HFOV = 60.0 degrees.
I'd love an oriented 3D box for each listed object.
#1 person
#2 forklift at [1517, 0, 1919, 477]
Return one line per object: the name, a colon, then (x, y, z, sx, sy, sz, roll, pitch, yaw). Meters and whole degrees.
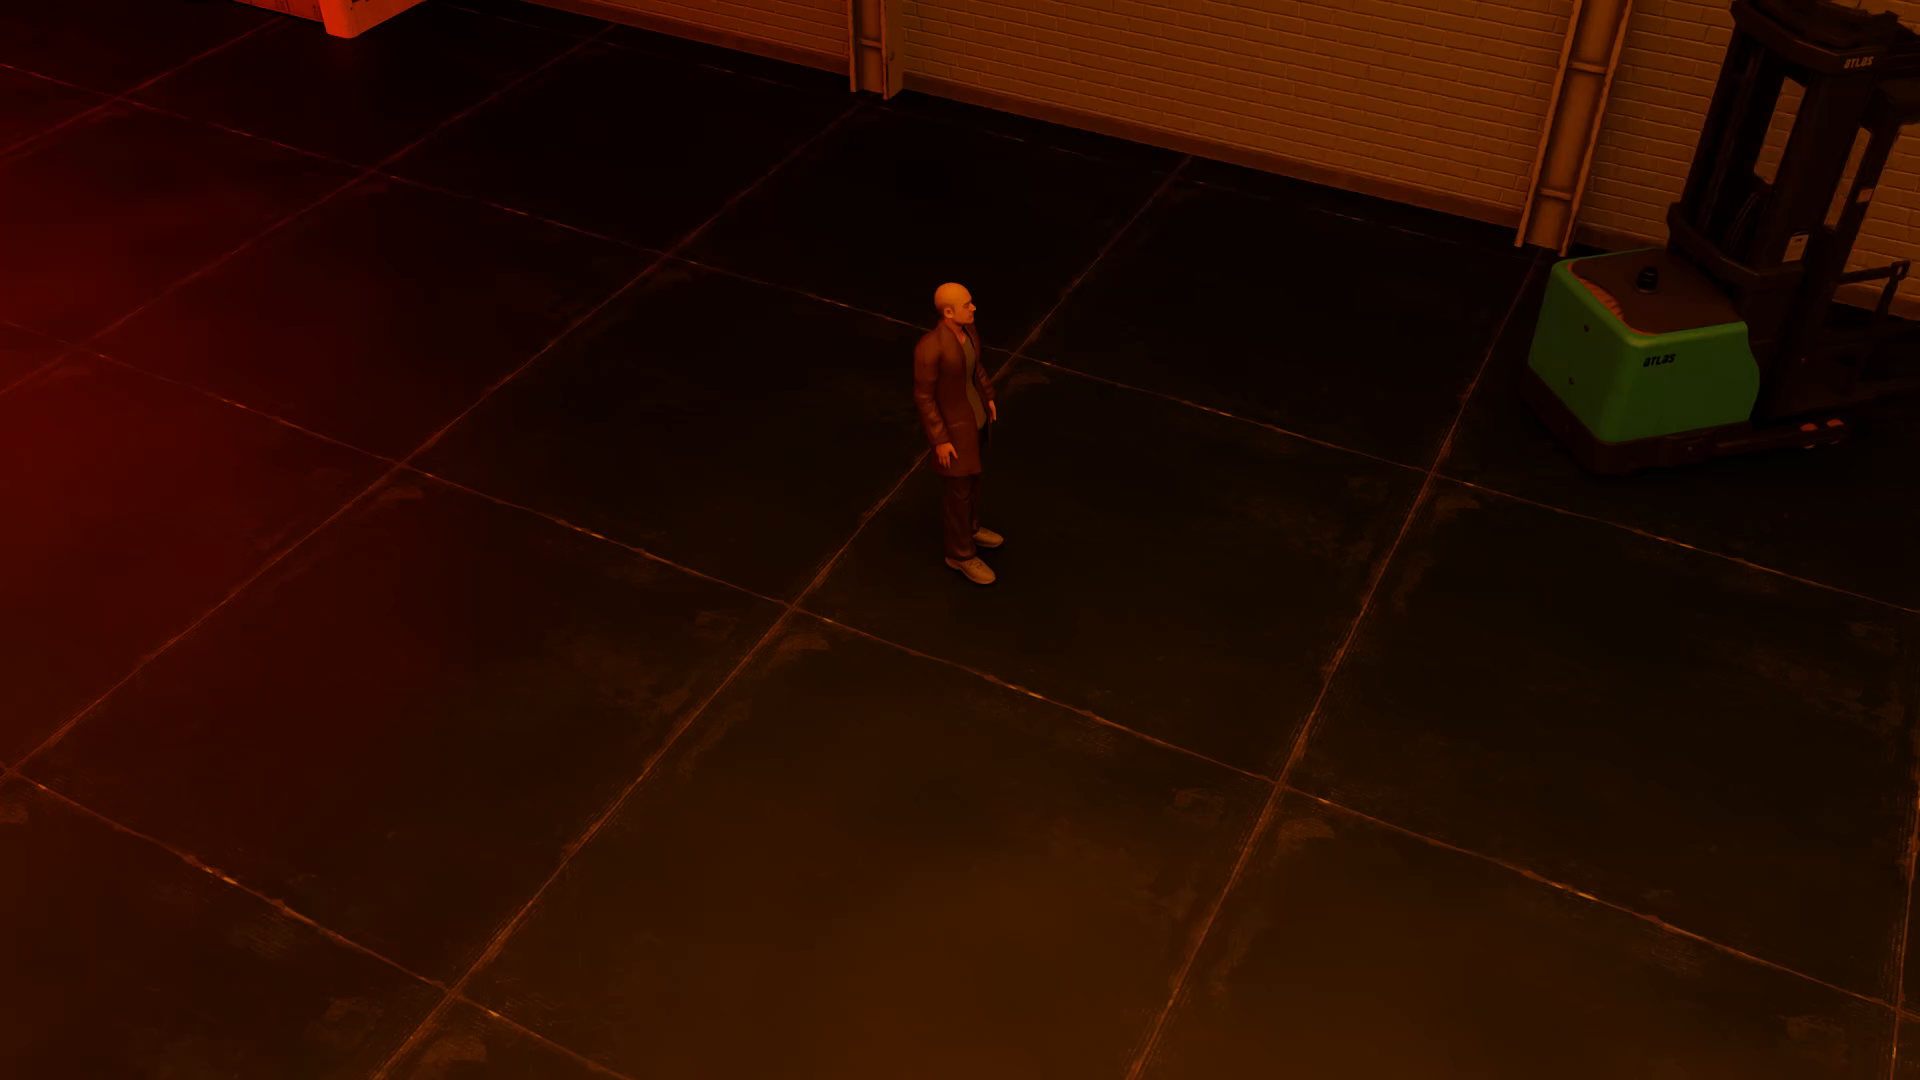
person: (0.078, -0.656, 9.649, 0.582, 1.776, 0.696, 18, 43, 21)
forklift: (5.378, -2.044, 10.414, 3.031, 2.935, 1.130, -10, 41, -11)
